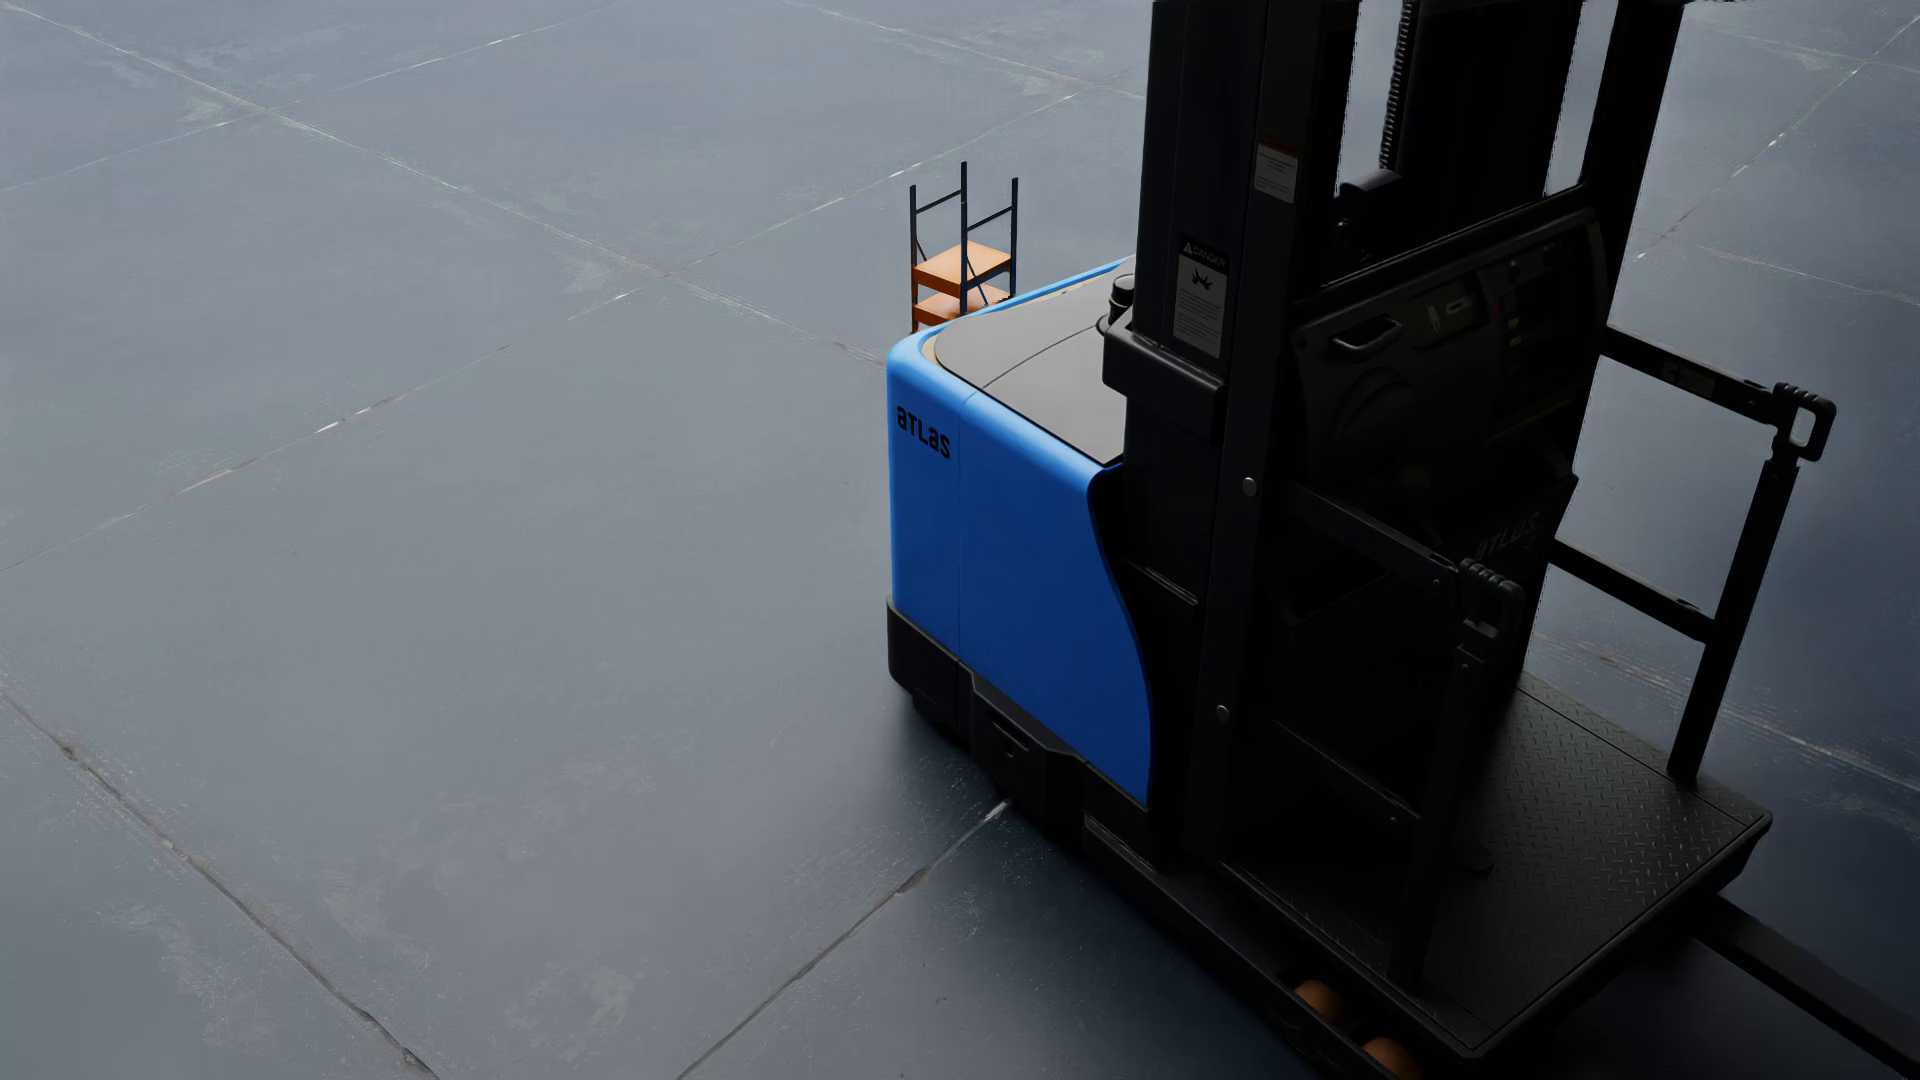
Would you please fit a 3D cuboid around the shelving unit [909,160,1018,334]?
[{"bbox_3d":[0.011,-0.489,4.903,0.189,1.200,0.258,25,42,32],"label":"shelving unit"}]

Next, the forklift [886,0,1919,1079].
[{"bbox_3d":[1.108,-0.318,3.125,1.130,2.935,3.031,-24,41,-31],"label":"forklift"}]

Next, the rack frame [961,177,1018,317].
[{"bbox_3d":[0.081,-0.456,4.854,0.006,1.200,0.240,25,42,32],"label":"rack frame"}]

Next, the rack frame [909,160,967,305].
[{"bbox_3d":[-0.059,-0.522,4.951,0.006,1.200,0.240,25,42,32],"label":"rack frame"}]

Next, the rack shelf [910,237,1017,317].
[{"bbox_3d":[0.011,-0.749,4.724,0.180,0.103,0.258,25,42,32],"label":"rack shelf"}]

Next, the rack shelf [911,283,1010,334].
[{"bbox_3d":[0.011,-0.651,4.792,0.180,0.103,0.258,25,42,32],"label":"rack shelf"}]
